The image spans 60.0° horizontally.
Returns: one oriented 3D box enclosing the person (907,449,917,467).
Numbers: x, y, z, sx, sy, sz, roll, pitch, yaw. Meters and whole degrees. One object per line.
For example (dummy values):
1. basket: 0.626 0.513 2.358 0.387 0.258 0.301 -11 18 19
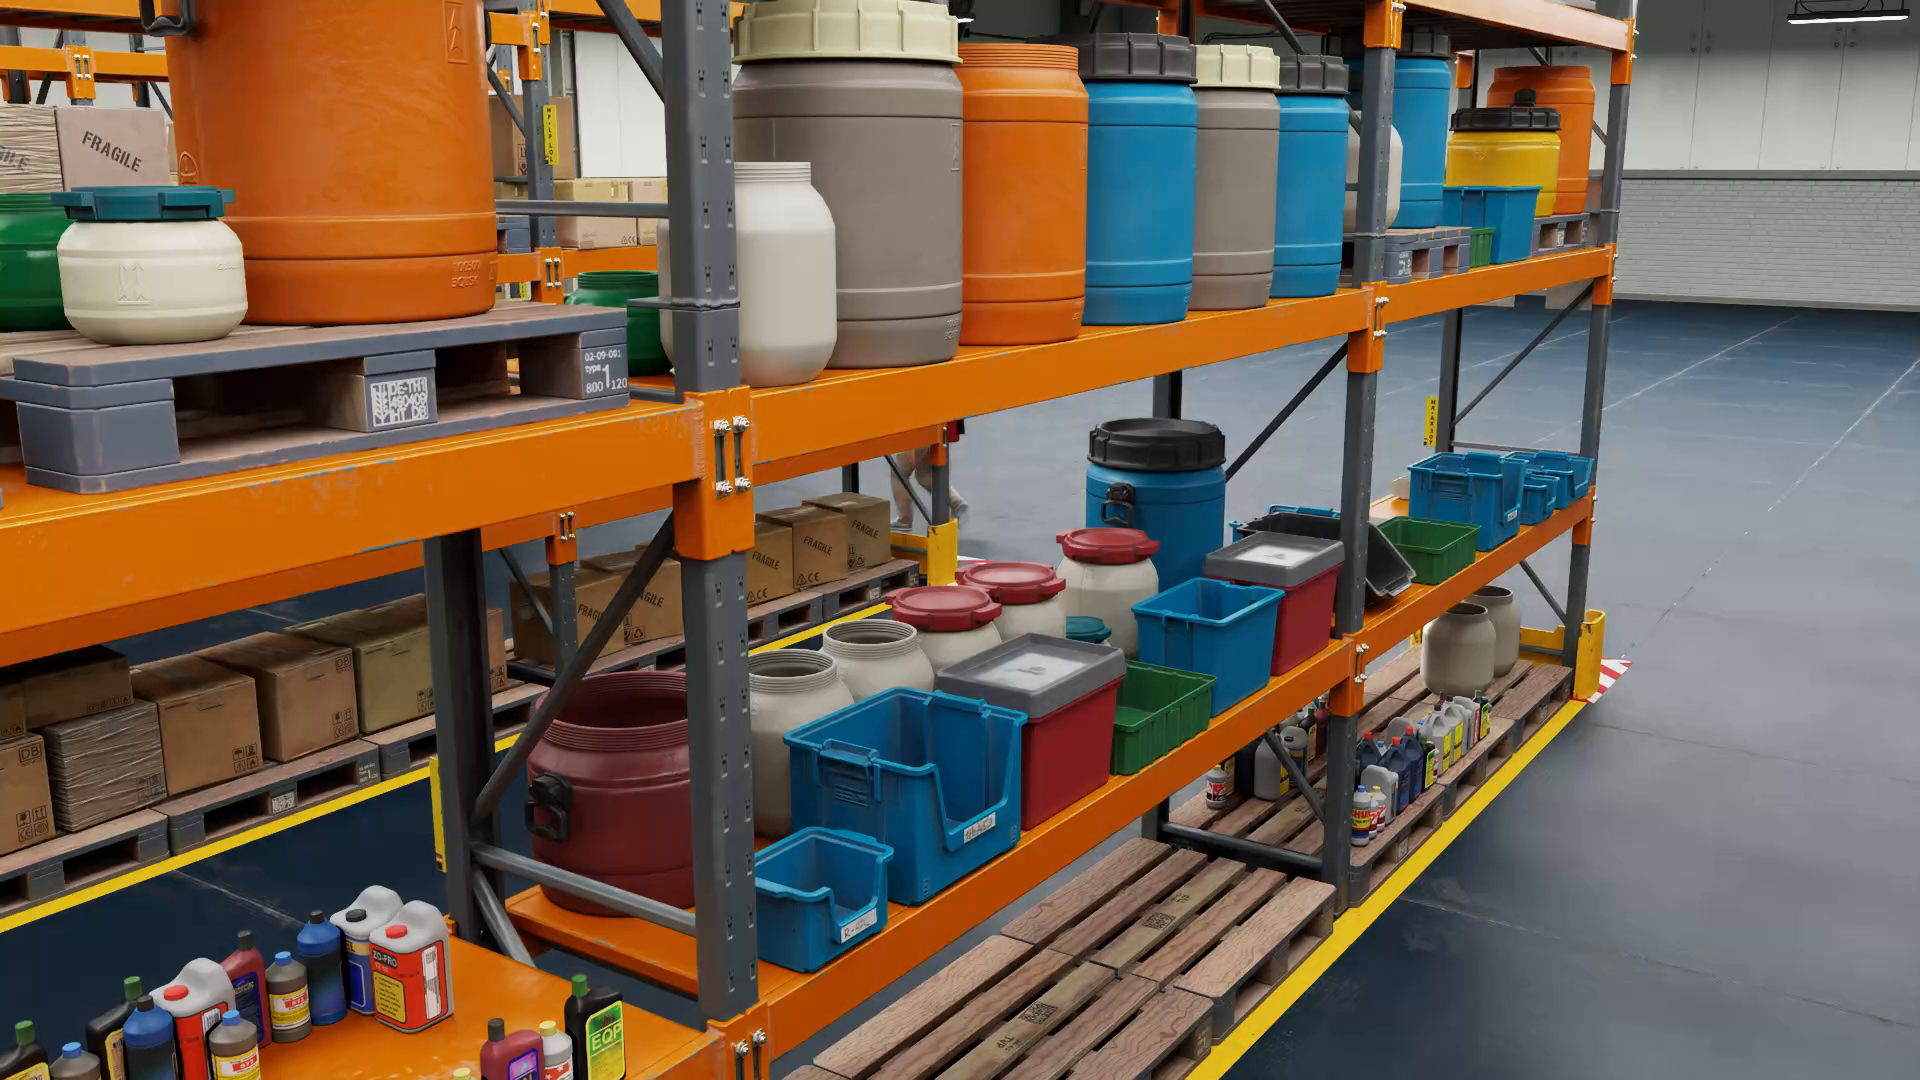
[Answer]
1. person: -0.392 -1.207 14.840 0.351 1.054 0.566 7 15 30
